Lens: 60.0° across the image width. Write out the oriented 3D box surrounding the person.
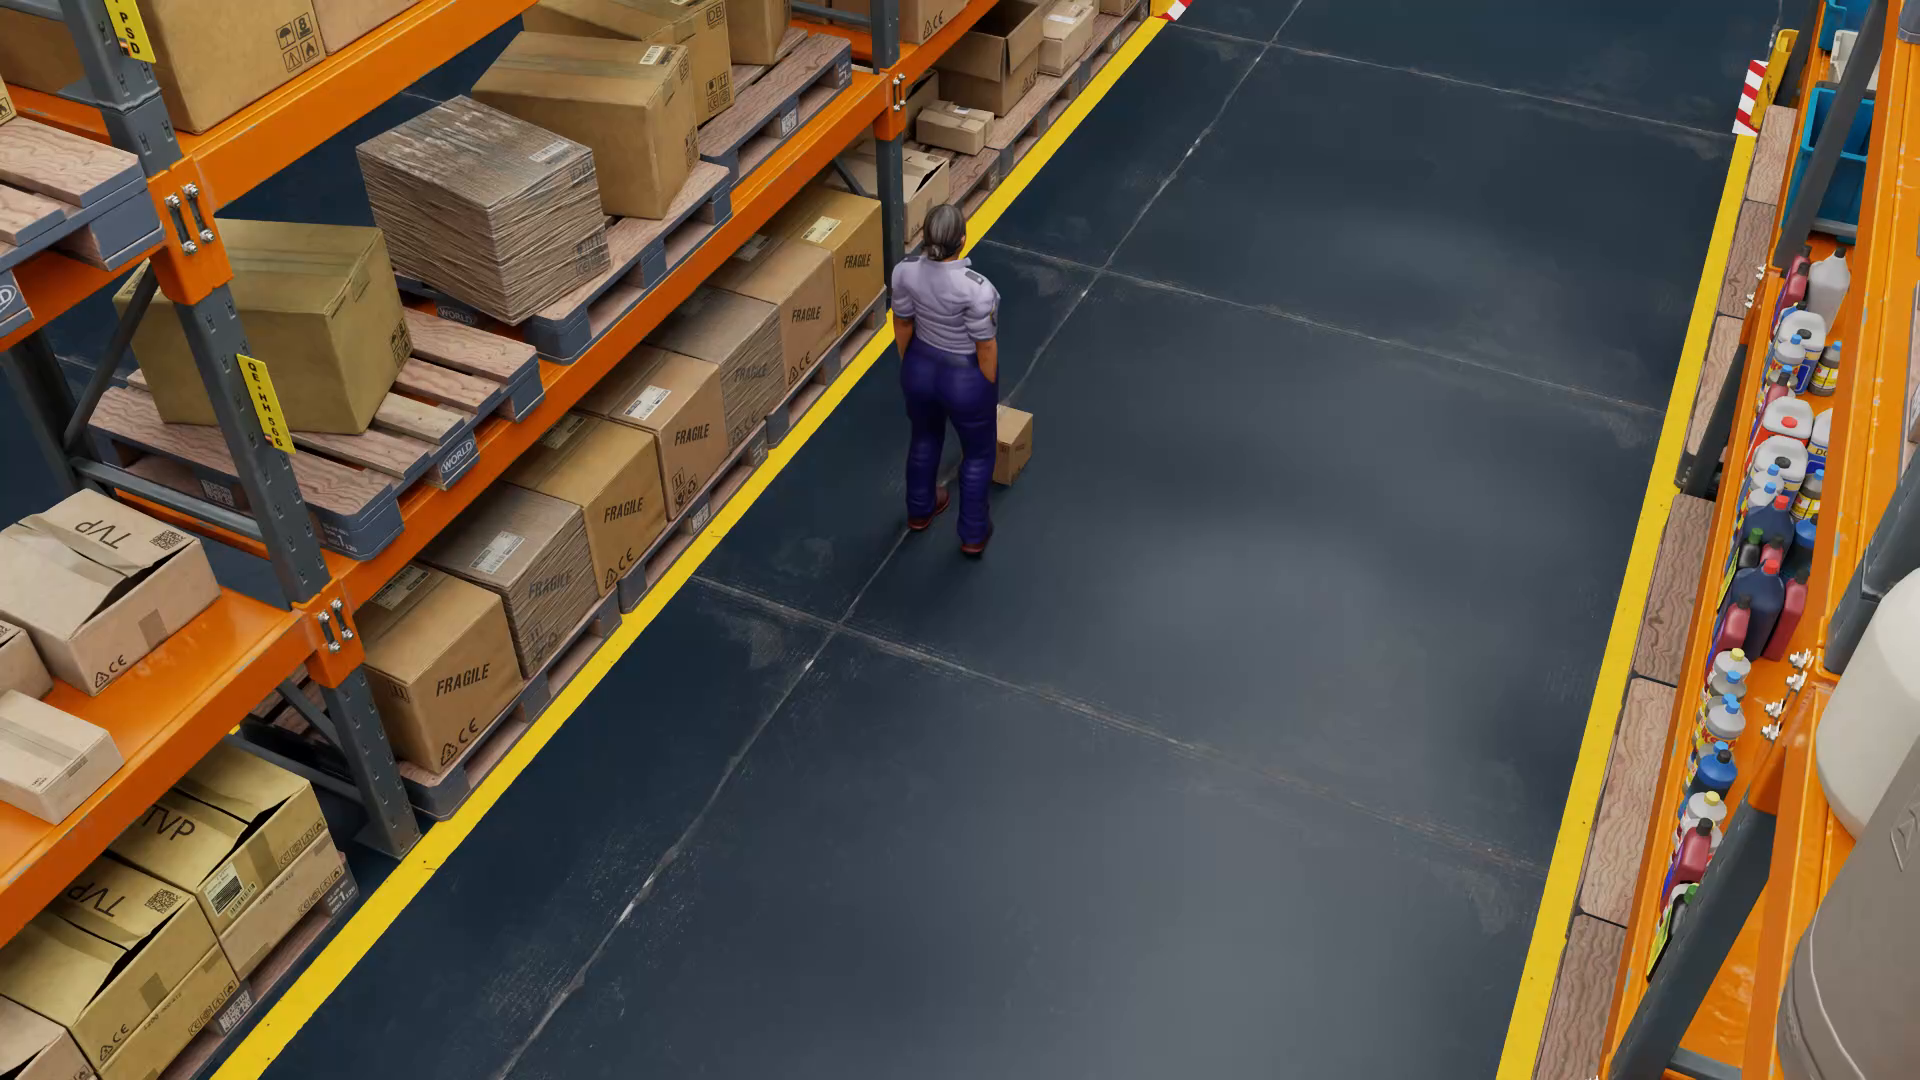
[{"bbox_3d":[-0.048,-0.664,6.944,0.468,1.651,0.344,19,45,19],"label":"person"}]
